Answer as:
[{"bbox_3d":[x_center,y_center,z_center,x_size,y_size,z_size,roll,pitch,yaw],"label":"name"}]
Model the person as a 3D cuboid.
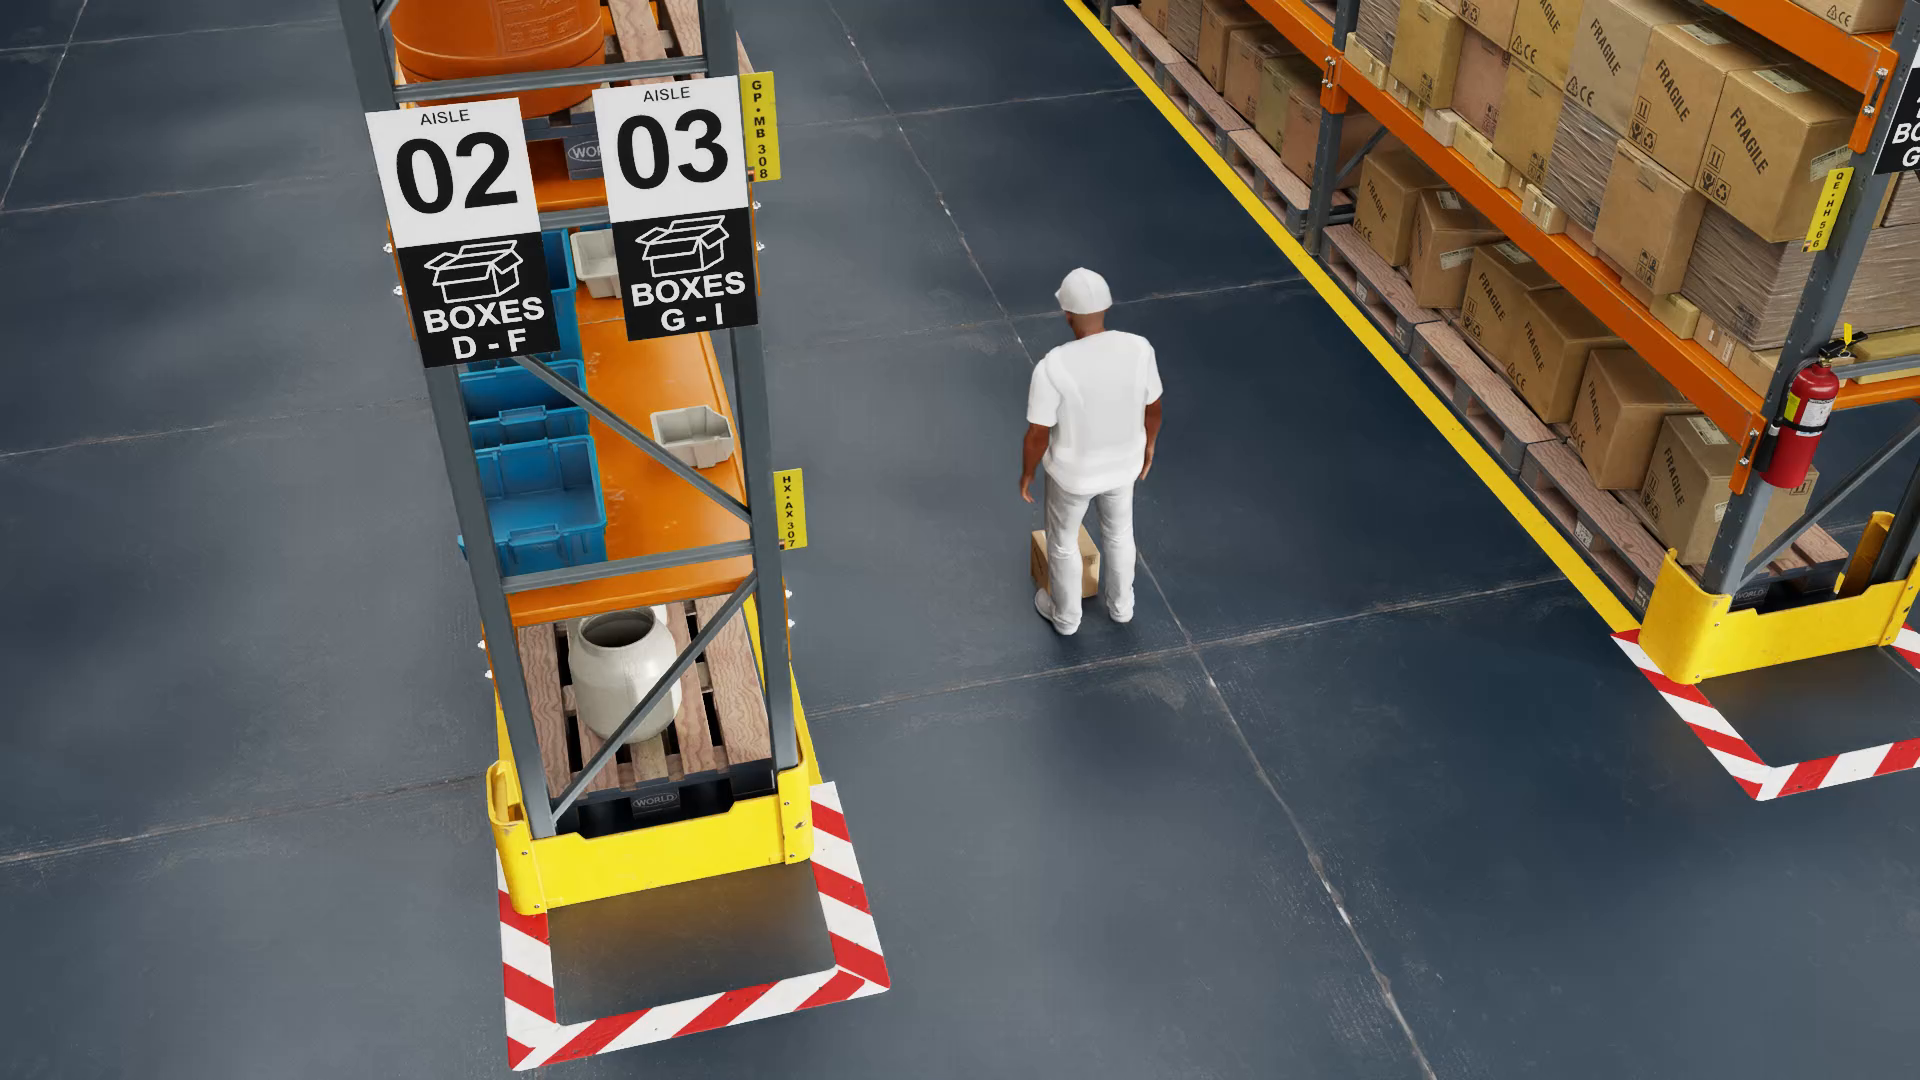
[{"bbox_3d":[0.551,-0.350,7.149,0.633,1.759,0.462,-12,39,-15],"label":"person"}]
